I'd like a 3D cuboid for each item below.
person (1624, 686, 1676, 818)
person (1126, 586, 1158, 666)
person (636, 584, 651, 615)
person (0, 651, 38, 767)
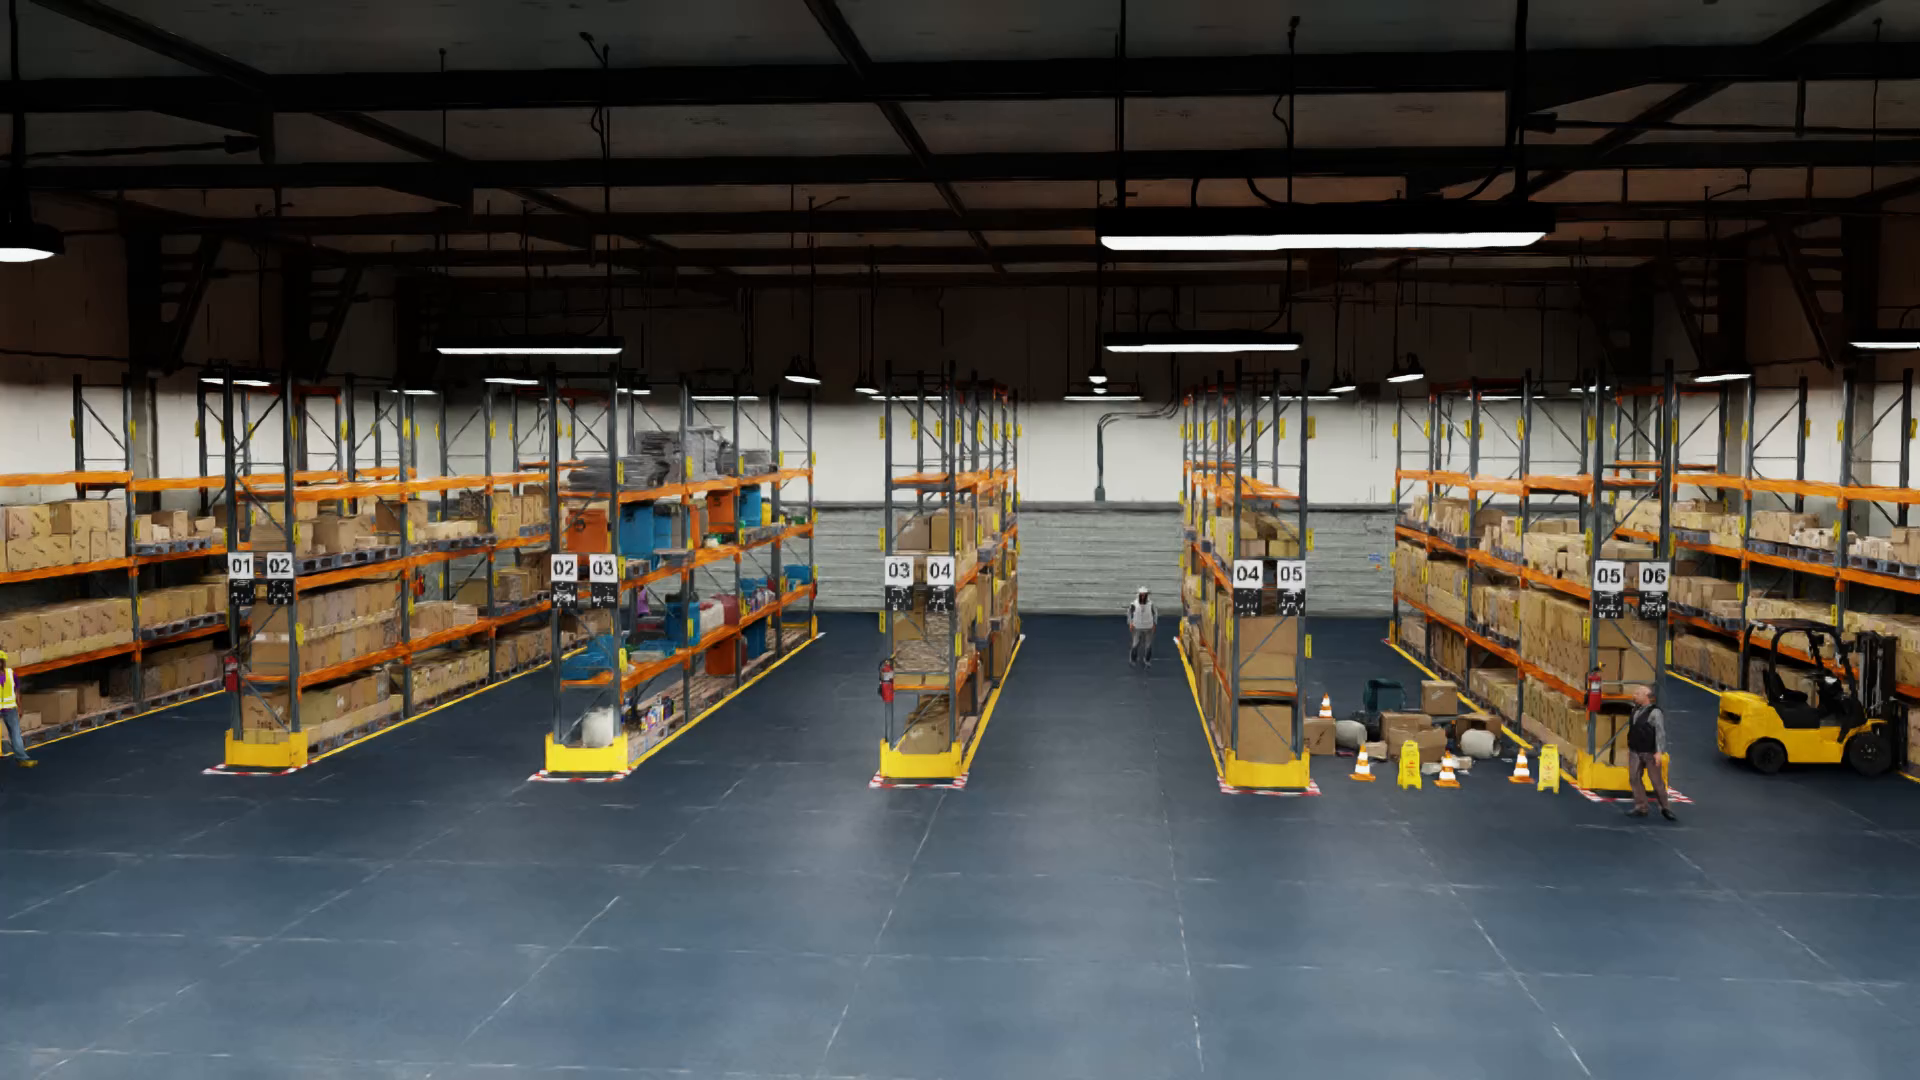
[{"bbox_3d":[8.935,2.739,21.543,0.534,1.713,0.629,-1,4,-21],"label":"person"},{"bbox_3d":[3.861,1.832,35.227,0.677,1.726,0.574,0,4,3],"label":"person"},{"bbox_3d":[-7.455,1.679,38.797,0.405,1.517,1.032,1,4,8],"label":"person"},{"bbox_3d":[-14.101,2.498,24.516,0.568,1.755,0.744,4,5,44],"label":"person"}]
